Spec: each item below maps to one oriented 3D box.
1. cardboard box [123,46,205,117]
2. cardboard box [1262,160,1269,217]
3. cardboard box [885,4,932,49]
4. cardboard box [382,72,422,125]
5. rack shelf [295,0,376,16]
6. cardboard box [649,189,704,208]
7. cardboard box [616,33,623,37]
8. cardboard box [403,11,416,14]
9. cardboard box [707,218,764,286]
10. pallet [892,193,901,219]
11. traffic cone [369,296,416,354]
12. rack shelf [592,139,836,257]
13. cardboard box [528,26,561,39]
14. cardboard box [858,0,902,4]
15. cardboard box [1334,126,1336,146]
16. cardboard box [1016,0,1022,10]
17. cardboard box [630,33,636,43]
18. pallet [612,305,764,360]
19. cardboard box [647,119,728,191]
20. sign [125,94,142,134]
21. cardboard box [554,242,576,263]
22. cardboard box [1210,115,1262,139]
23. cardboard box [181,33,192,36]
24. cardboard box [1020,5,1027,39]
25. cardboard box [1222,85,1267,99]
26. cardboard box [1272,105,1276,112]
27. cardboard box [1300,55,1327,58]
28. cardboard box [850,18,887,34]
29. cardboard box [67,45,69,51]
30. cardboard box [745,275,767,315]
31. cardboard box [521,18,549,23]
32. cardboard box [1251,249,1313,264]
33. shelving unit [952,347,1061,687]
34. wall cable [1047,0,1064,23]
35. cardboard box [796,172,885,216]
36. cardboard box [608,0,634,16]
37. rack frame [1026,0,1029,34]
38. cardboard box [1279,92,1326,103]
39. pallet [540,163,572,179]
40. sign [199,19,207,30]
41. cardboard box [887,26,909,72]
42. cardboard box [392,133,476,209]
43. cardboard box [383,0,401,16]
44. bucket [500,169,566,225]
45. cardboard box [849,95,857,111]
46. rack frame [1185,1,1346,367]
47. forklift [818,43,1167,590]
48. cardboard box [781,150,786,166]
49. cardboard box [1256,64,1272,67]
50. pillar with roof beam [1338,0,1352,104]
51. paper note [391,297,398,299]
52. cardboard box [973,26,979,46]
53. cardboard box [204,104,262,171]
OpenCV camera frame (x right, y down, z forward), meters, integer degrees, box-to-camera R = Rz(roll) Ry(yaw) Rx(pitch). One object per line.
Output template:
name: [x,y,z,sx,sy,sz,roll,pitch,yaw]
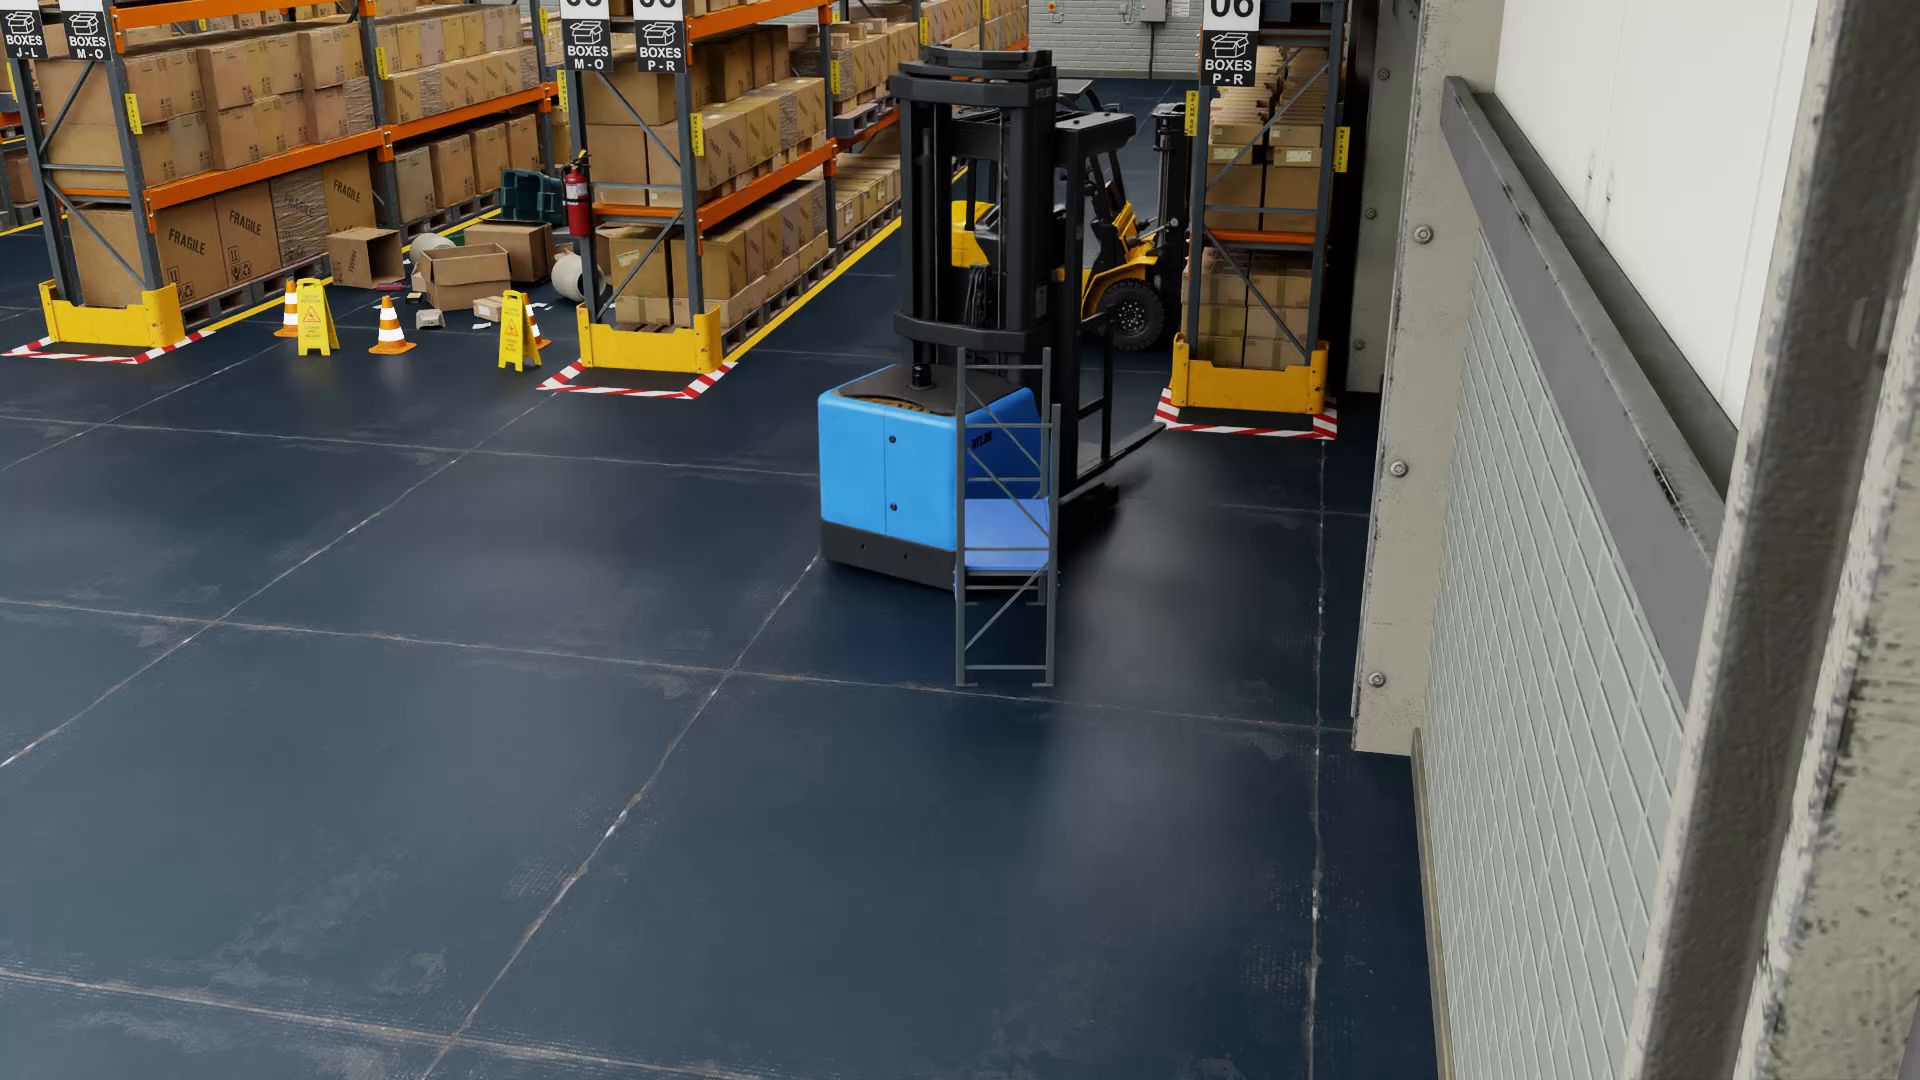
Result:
cardboard box: [-7.343,-4.094,14.857,0.875,0.550,0.550,4,22,11]
cardboard box: [2.706,-2.864,13.315,0.500,0.500,0.500,5,23,13]
cardboard box: [-0.639,-6.440,20.856,0.500,0.500,0.500,4,22,9]
cardboard box: [-6.291,-4.864,18.281,0.500,0.500,0.500,5,22,12]
rack shelf: [-6.254,-6.435,19.263,1.077,0.370,4.000,4,22,11]
cardboard box: [-2.340,-2.834,13.712,0.380,0.149,0.250,5,22,11]
cardboard box: [-5.075,-7.340,23.938,0.380,0.149,0.250,4,22,9]
cardboard box: [-9.306,-8.578,27.440,0.500,0.250,0.500,5,22,12]
cardboard box: [-2.070,-2.584,14.868,0.500,0.500,0.500,4,22,9]
pallet: [-1.140,-4.189,20.472,1.003,0.211,1.213,4,22,11]
traffic cone: [-4.943,-1.881,14.405,0.336,0.463,0.334,4,22,11]
rack shelf: [-2.203,-3.240,15.346,1.077,0.370,4.000,4,22,11]
cardboard box: [-5.509,-6.715,21.990,0.380,0.149,0.250,4,22,9]
cardboard box: [-1.033,-6.675,21.441,0.500,0.500,0.500,5,22,12]
cardboard box: [2.852,-3.283,13.488,0.380,0.149,0.250,5,22,11]
cardboard box: [0.710,-8.816,26.756,0.500,0.500,0.500,5,22,11]
cardboard box: [-4.969,-7.394,24.472,0.380,0.149,0.250,5,22,11]
pallet: [-2.396,-1.871,14.716,1.003,0.211,1.213,4,22,11]
cardboard box: [-2.243,-3.179,13.699,0.500,0.500,0.500,4,22,10]
sign: [-6.936,-3.576,13.954,0.100,0.325,0.005,4,22,11]
cardboard box: [-4.063,-2.902,17.205,0.258,0.266,0.396,-11,25,-26]
cardboard box: [2.135,-3.190,12.859,0.380,0.149,0.250,4,22,11]
cardboard box: [-10.315,-6.727,22.907,0.500,0.500,0.500,5,22,12]
cardboard box: [0.814,-8.543,27.418,0.500,0.500,0.500,5,22,11]
cardboard box: [2.521,-3.940,14.720,0.380,0.149,0.250,4,22,10]
cardboard box: [2.719,-3.832,15.719,0.500,0.500,0.500,4,22,9]
cardboard box: [3.974,-5.314,18.532,0.380,0.149,0.250,4,22,10]
cardboard box: [-1.037,-5.828,18.847,0.380,0.149,0.250,3,22,8]
cardboard box: [-11.234,-5.944,20.397,0.797,0.503,0.637,7,23,16]
cardboard box: [-2.065,-2.222,14.973,0.500,0.250,0.500,5,23,13]
cardboard box: [-5.928,-7.149,23.068,0.380,0.149,0.250,6,23,14]
cardboard box: [2.630,-2.193,13.563,0.500,0.250,0.500,4,22,11]
shelving unit: [0.234,-0.141,8.696,0.538,1.500,1.048,0,22,0]
wall cable: [1.781,-11.243,32.854,0.585,1.953,0.123,4,22,11]
cardboard box: [-1.407,-3.991,19.202,0.950,0.372,0.625,5,23,13]
cardboard box: [-2.813,-4.269,13.259,0.380,0.149,0.250,5,22,11]
rack frame: [0.653,-8.694,27.925,1.000,3.000,0.127,4,22,11]
cardboard box: [2.920,-3.717,14.168,0.380,0.149,0.250,5,22,12]
pallet: [-5.685,-5.101,22.735,1.003,0.211,1.213,4,22,11]
sign: [-10.147,-6.986,22.240,0.100,0.325,0.005,4,22,11]
cardboard box: [-0.895,-5.770,19.570,0.500,0.500,0.500,4,22,10]
cardboard box: [-6.423,-4.383,19.671,1.050,0.750,0.750,4,22,11]
cardboard box: [-9.408,-8.738,26.833,0.500,0.500,0.500,4,22,11]
bucket: [-4.433,-3.607,17.641,0.726,0.611,0.620,13,15,29]
cardboard box: [-1.314,-4.652,17.663,0.380,0.149,0.250,5,22,12]
rack frame: [2.248,-2.465,12.459,1.000,3.000,0.127,4,22,11]
forklift: [0.378,-1.573,10.335,1.130,2.935,3.031,13,25,30]
cardboard box: [-1.848,-3.585,15.575,0.380,0.149,0.250,4,22,10]
cardboard box: [3.127,-4.990,17.725,0.380,0.149,0.250,4,22,9]
pillar with roof beam: [2.731,-12.345,28.960,9.100,9.000,0.400,4,22,11]
paper note: [-5.516,-2.346,16.164,0.032,0.001,0.123,18,28,38]
cardboard box: [-0.015,-7.213,23.781,0.500,0.250,0.500,4,22,11]
cardboard box: [-7.119,-3.789,15.546,0.875,0.550,0.550,4,22,11]
